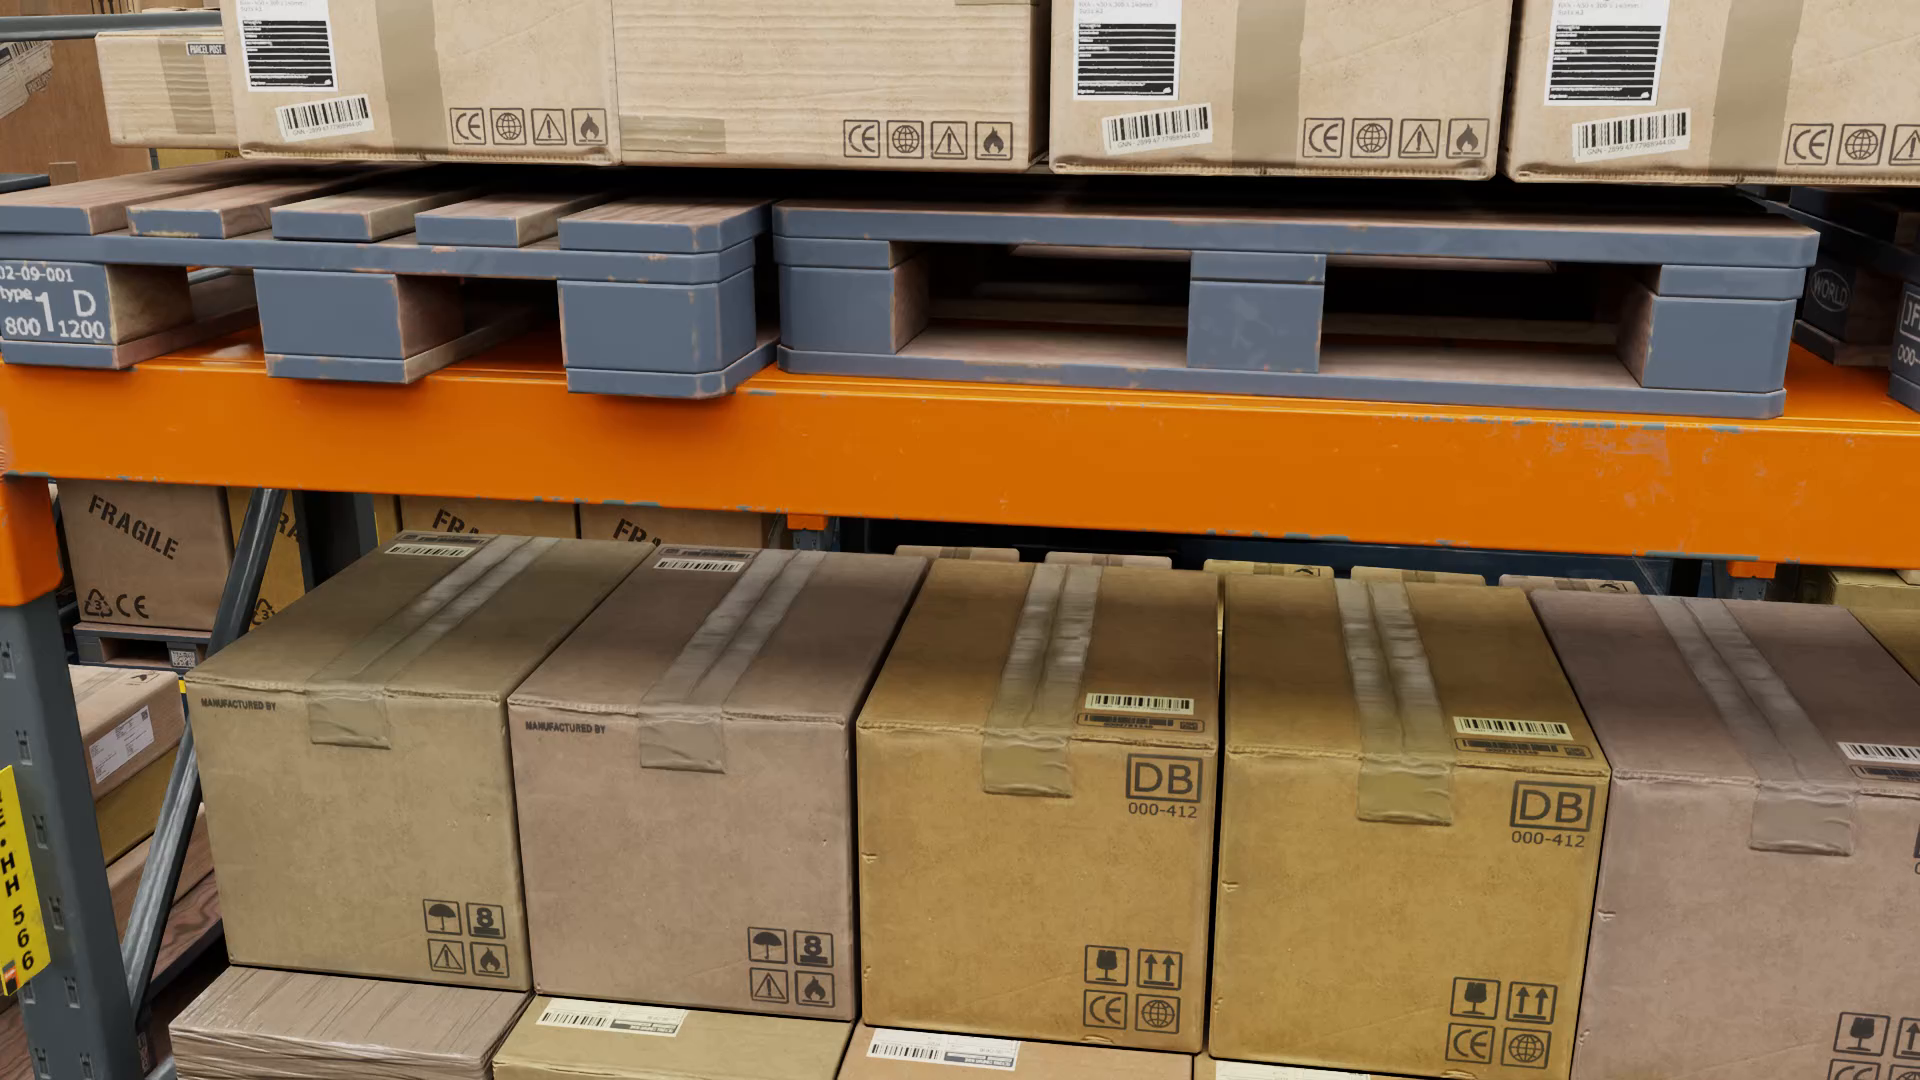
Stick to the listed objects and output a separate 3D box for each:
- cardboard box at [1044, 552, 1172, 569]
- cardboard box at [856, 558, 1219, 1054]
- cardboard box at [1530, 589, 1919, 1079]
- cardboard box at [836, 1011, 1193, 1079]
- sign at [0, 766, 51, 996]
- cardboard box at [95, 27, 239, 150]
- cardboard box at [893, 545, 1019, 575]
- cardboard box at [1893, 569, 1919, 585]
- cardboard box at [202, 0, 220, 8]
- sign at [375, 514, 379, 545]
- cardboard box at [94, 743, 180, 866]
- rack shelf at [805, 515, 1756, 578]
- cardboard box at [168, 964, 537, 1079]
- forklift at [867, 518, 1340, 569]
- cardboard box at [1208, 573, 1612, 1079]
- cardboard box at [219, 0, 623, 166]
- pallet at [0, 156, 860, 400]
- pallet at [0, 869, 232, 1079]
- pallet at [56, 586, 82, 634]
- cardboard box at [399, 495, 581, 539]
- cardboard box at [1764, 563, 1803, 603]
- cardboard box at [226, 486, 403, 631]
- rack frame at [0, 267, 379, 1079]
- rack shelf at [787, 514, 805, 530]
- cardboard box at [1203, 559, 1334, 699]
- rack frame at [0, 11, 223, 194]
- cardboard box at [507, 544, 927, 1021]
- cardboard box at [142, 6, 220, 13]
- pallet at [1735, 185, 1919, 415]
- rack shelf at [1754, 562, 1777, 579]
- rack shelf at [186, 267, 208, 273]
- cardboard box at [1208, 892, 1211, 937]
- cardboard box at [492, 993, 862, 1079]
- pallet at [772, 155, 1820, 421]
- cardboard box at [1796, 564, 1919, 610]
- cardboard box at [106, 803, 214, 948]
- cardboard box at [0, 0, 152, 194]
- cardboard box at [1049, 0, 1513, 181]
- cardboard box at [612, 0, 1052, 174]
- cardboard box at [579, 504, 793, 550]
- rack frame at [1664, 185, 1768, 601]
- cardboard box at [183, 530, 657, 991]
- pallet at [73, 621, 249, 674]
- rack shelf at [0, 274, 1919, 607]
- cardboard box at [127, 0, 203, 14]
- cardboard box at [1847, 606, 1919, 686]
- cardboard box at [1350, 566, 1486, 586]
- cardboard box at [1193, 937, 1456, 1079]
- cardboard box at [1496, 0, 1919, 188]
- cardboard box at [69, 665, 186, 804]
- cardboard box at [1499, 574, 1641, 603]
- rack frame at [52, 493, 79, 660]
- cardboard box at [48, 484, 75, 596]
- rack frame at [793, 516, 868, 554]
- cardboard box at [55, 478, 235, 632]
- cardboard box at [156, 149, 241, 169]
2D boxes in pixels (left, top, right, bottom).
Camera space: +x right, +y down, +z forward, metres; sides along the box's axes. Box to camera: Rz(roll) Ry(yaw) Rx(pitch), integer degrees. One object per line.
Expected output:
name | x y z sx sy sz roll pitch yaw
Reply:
cardboard box | 0.675 0.391 7.887 0.625 0.372 0.950 3 19 8
cardboard box | 0.152 0.388 2.683 0.500 0.500 0.700 3 19 8
cardboard box | 1.155 0.439 2.530 0.500 0.500 0.700 3 19 9
cardboard box | 0.104 0.943 2.598 0.500 0.500 0.500 3 19 9
sign | -1.373 0.492 2.404 0.005 0.325 0.100 3 19 9
cardboard box | -0.992 -0.650 2.366 0.250 0.149 0.380 2 19 6
cardboard box | -0.055 0.356 7.991 0.625 0.372 0.950 2 19 5
cardboard box | 3.992 0.060 6.864 0.250 0.149 0.380 3 19 9
cardboard box | -3.657 -2.525 7.872 0.500 0.311 0.500 3 19 9
sign | -1.212 0.110 3.421 0.005 0.325 0.100 3 19 9
cardboard box | -1.742 0.525 3.271 0.250 0.149 0.380 4 19 11
rack shelf | 1.364 -0.281 7.548 4.000 0.370 1.077 3 19 9
cardboard box | -0.896 0.893 2.749 0.500 0.500 0.500 3 19 9
forklift | 0.991 -1.352 9.725 3.031 2.935 1.130 2 19 6
cardboard box | 0.656 0.413 2.607 0.500 0.500 0.700 3 19 8
cardboard box | -0.617 -0.688 2.226 0.500 0.311 0.500 3 19 9
pallet | -0.652 -0.484 2.592 1.003 0.211 1.213 4 19 11
pallet | -2.017 0.922 3.123 1.003 0.211 1.213 3 19 9
pallet | -5.299 0.336 8.967 1.213 0.211 1.003 3 19 9
cardboard box | -2.160 -0.021 8.325 0.875 0.875 0.875 3 19 9
cardboard box | 3.965 0.174 7.546 0.500 0.500 0.500 3 19 8
cardboard box | -3.042 -0.066 8.460 0.875 0.875 0.875 3 19 10
rack frame | -1.296 0.833 3.085 0.127 3.000 1.000 3 19 9
rack shelf | -2.586 -0.482 8.150 4.000 0.370 1.077 3 19 9
cardboard box | 1.423 0.431 7.768 0.625 0.372 0.950 4 19 10
rack frame | -1.296 -2.011 2.133 0.127 3.000 1.000 3 19 9
cardboard box | -0.355 0.363 2.759 0.500 0.500 0.700 3 19 8
cardboard box | -3.367 -2.261 7.313 0.250 0.166 0.380 2 19 5
pallet | 1.740 -0.328 2.129 1.217 0.209 0.805 2 19 6
rack shelf | 5.313 -0.079 6.946 4.000 0.370 1.077 3 19 9
rack shelf | -3.271 -0.349 3.024 4.000 0.370 1.077 3 19 9
cardboard box | 0.683 0.800 3.028 0.500 0.500 0.500 3 19 10
cardboard box | -0.394 0.918 2.675 0.500 0.500 0.500 3 19 8
pallet | 0.452 -0.428 2.426 1.213 0.211 1.003 4 19 11
cardboard box | 3.878 0.342 7.042 0.500 0.500 0.500 4 19 11
cardboard box | -1.706 0.668 3.314 0.250 0.149 0.380 3 19 8
cardboard box | -1.818 -0.749 2.928 0.500 0.500 0.500 3 19 9
cardboard box | 0.385 -0.637 2.073 0.500 0.311 0.500 3 19 8
cardboard box | -0.122 -0.634 2.160 0.500 0.250 0.500 3 19 10
cardboard box | -1.280 0.025 8.187 0.875 0.875 0.875 3 19 8
rack frame | 3.338 -0.521 7.133 0.127 3.000 1.000 3 19 9
cardboard box | -0.855 0.338 2.833 0.500 0.500 0.700 3 19 8
pallet | -3.787 0.414 8.733 1.213 0.211 1.003 3 19 9
rack shelf | 0.678 -0.147 2.422 4.000 0.370 1.077 3 19 9
cardboard box | -3.736 -2.458 7.374 0.500 0.500 0.500 3 19 8
cardboard box | 1.654 0.465 2.453 0.500 0.500 0.700 3 19 8
cardboard box | 2.110 0.465 7.665 0.625 0.372 0.950 4 19 12
cardboard box | 0.596 0.969 2.521 0.500 0.500 0.500 3 19 8
cardboard box | 0.887 -0.611 1.996 0.500 0.311 0.500 2 19 7
cardboard box | -1.726 0.387 3.215 0.250 0.149 0.380 3 19 9
cardboard box | 2.820 0.500 7.560 0.625 0.372 0.950 3 19 9
rack frame | -4.560 -0.924 8.336 0.127 3.000 1.000 3 19 9
cardboard box | -5.163 0.027 8.871 0.875 0.438 0.875 3 19 8
rack frame | -0.611 -0.722 7.735 0.127 3.000 1.000 3 19 9
cardboard box | -3.936 -0.109 8.589 0.875 0.875 0.875 4 19 10
cardboard box | -5.840 -2.923 12.898 0.500 0.500 0.500 3 19 10
